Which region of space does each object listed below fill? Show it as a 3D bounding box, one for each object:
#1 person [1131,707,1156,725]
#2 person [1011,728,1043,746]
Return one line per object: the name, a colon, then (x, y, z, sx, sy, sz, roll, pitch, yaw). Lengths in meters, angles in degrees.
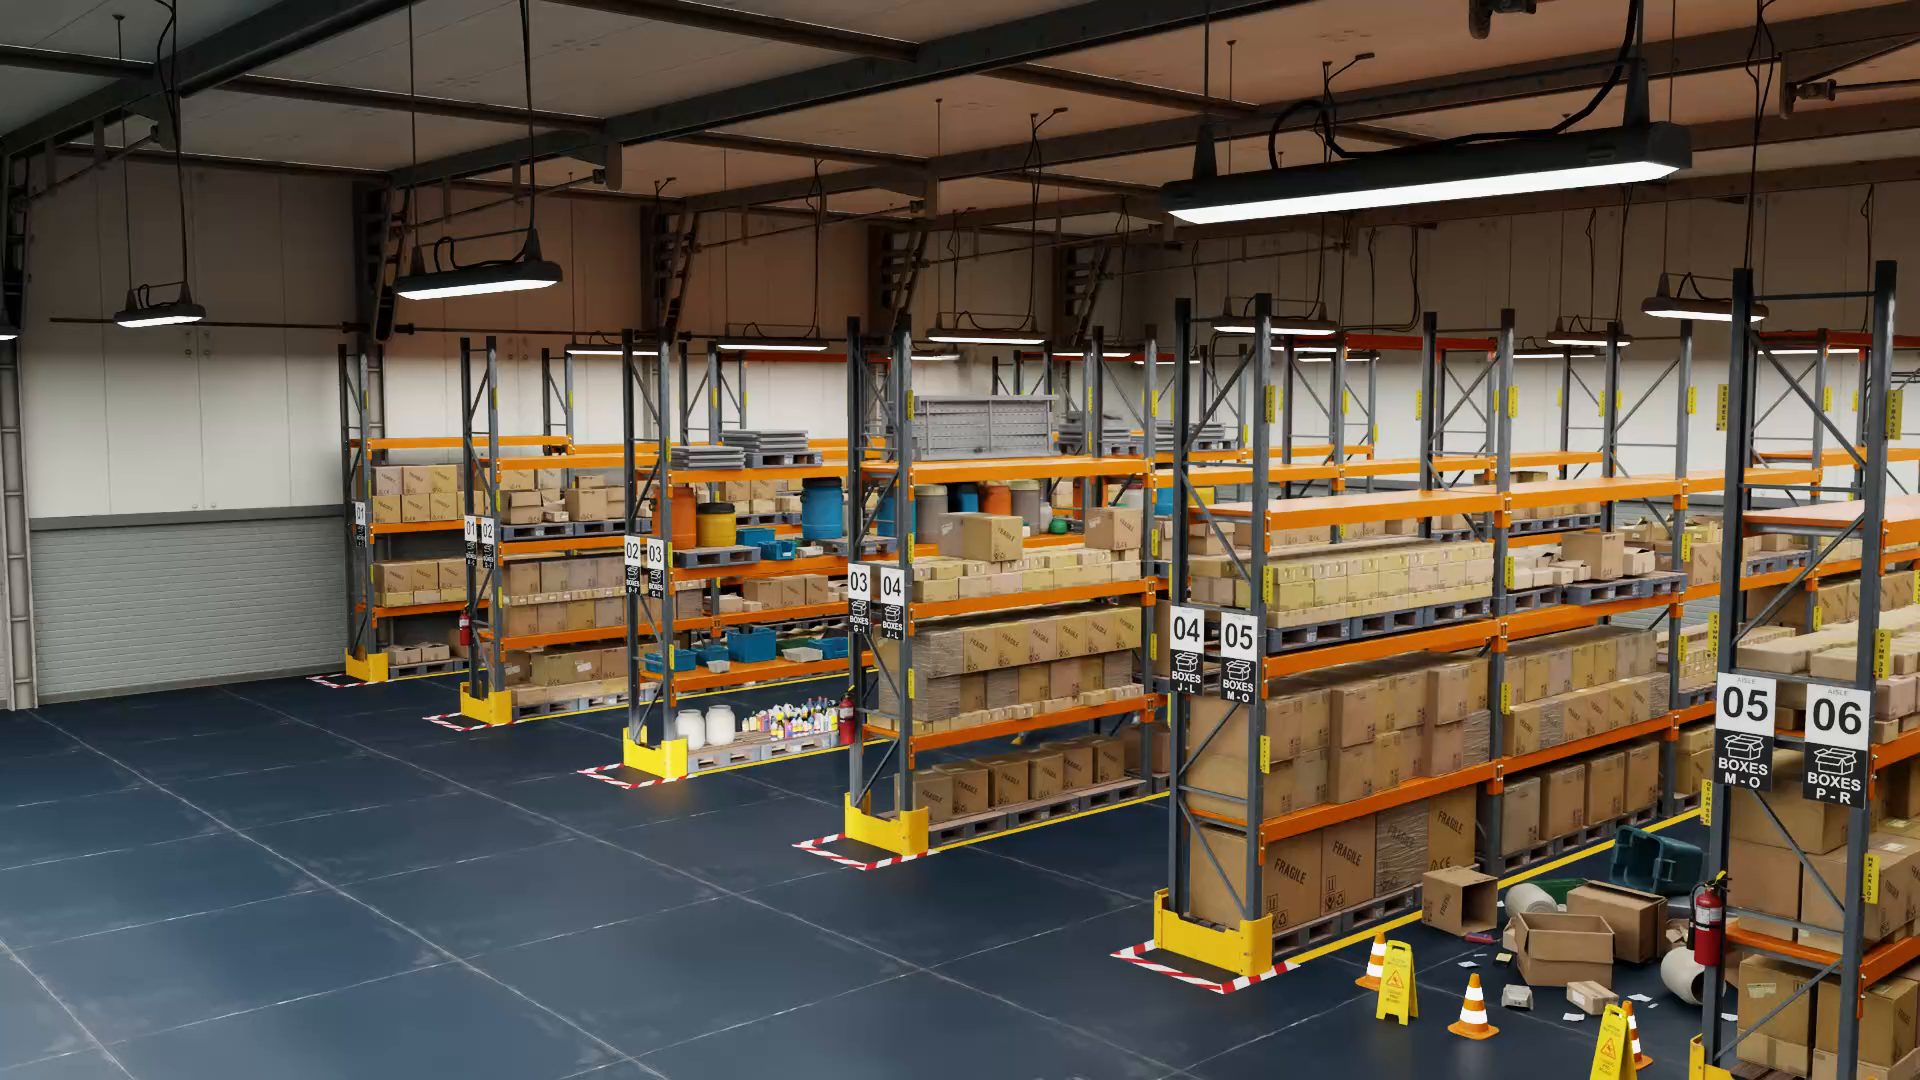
person: (2.880, 2.051, 25.857, 0.548, 1.628, 0.832, 5, 7, 44)
person: (1.083, 2.102, 24.503, 0.726, 1.755, 0.964, 4, 6, 36)
